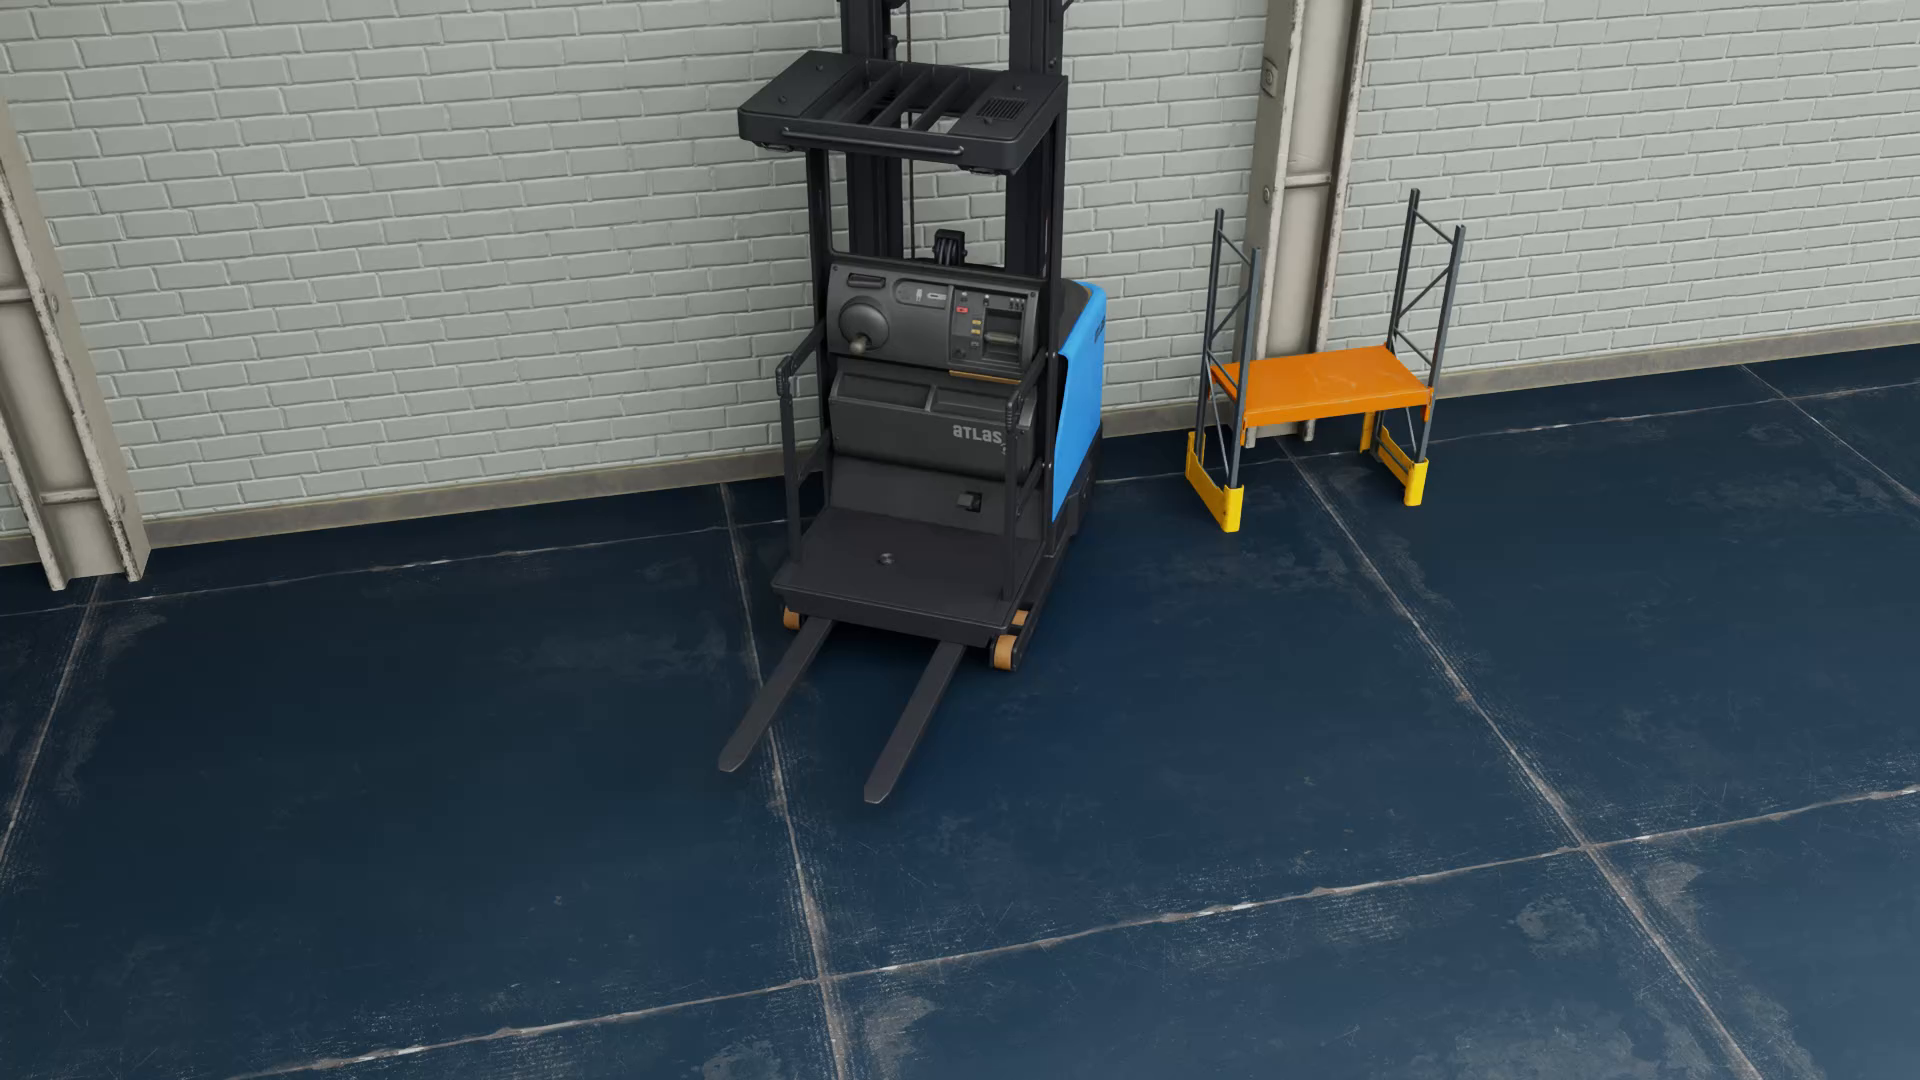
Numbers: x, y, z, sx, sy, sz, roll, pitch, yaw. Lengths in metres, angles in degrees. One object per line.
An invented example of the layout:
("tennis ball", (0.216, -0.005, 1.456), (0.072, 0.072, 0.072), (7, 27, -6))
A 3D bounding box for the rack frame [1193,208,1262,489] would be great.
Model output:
("rack frame", (1.290, -0.822, 8.129), (0.032, 1.500, 0.500), (-8, 35, -12))

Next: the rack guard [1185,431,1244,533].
("rack guard", (1.292, -0.303, 8.477), (0.087, 0.250, 0.587), (-8, 35, -12))

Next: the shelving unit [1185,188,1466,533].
("shelving unit", (1.775, -0.890, 8.230), (1.083, 1.500, 0.587), (-8, 35, -12))

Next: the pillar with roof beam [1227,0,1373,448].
("pillar with roof beam", (2.650, -2.001, 3.157), (0.400, 9.000, 9.100), (-7, 35, -11))

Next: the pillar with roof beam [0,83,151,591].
("pillar with roof beam", (-3.202, -1.264, 2.058), (0.400, 9.000, 9.100), (-7, 35, -11))

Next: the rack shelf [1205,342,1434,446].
("rack shelf", (1.783, -0.742, 8.332), (1.000, 0.185, 0.538), (-8, 35, -12))

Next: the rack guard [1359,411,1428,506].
("rack guard", (2.258, -0.439, 8.679), (0.087, 0.250, 0.587), (-8, 35, -12))

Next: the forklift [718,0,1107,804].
("forklift", (-0.184, -0.886, 6.939), (1.130, 2.935, 3.031), (10, 35, 14))

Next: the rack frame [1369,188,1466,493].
("rack frame", (2.276, -0.960, 8.335), (0.032, 1.500, 0.500), (-8, 35, -12))
